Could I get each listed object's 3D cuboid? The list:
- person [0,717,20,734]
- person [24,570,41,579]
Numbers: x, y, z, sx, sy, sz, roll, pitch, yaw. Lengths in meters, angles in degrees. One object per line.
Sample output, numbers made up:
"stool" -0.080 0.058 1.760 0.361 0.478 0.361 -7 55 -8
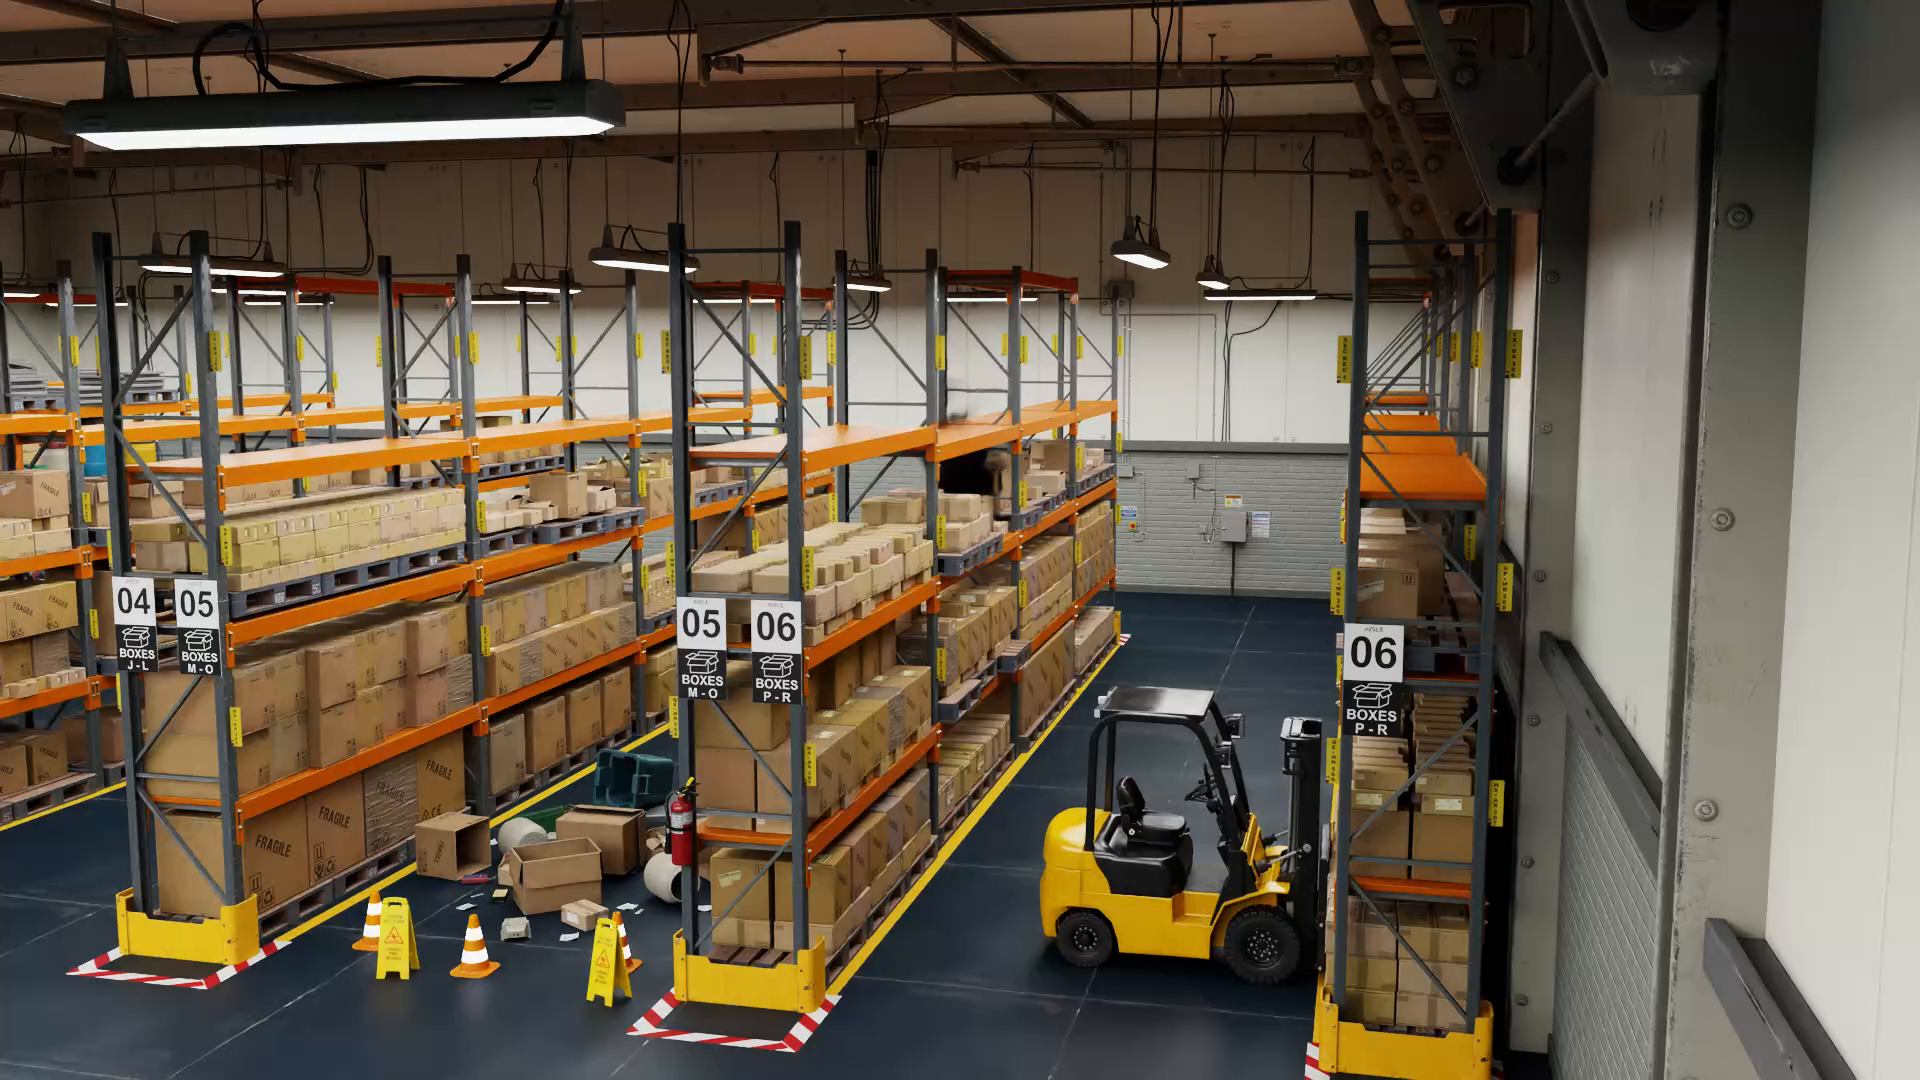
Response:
"person" -11.835 1.854 20.399 0.657 1.671 0.612 1 7 9
"person" -15.908 0.893 28.595 0.547 1.596 0.679 2 7 13
